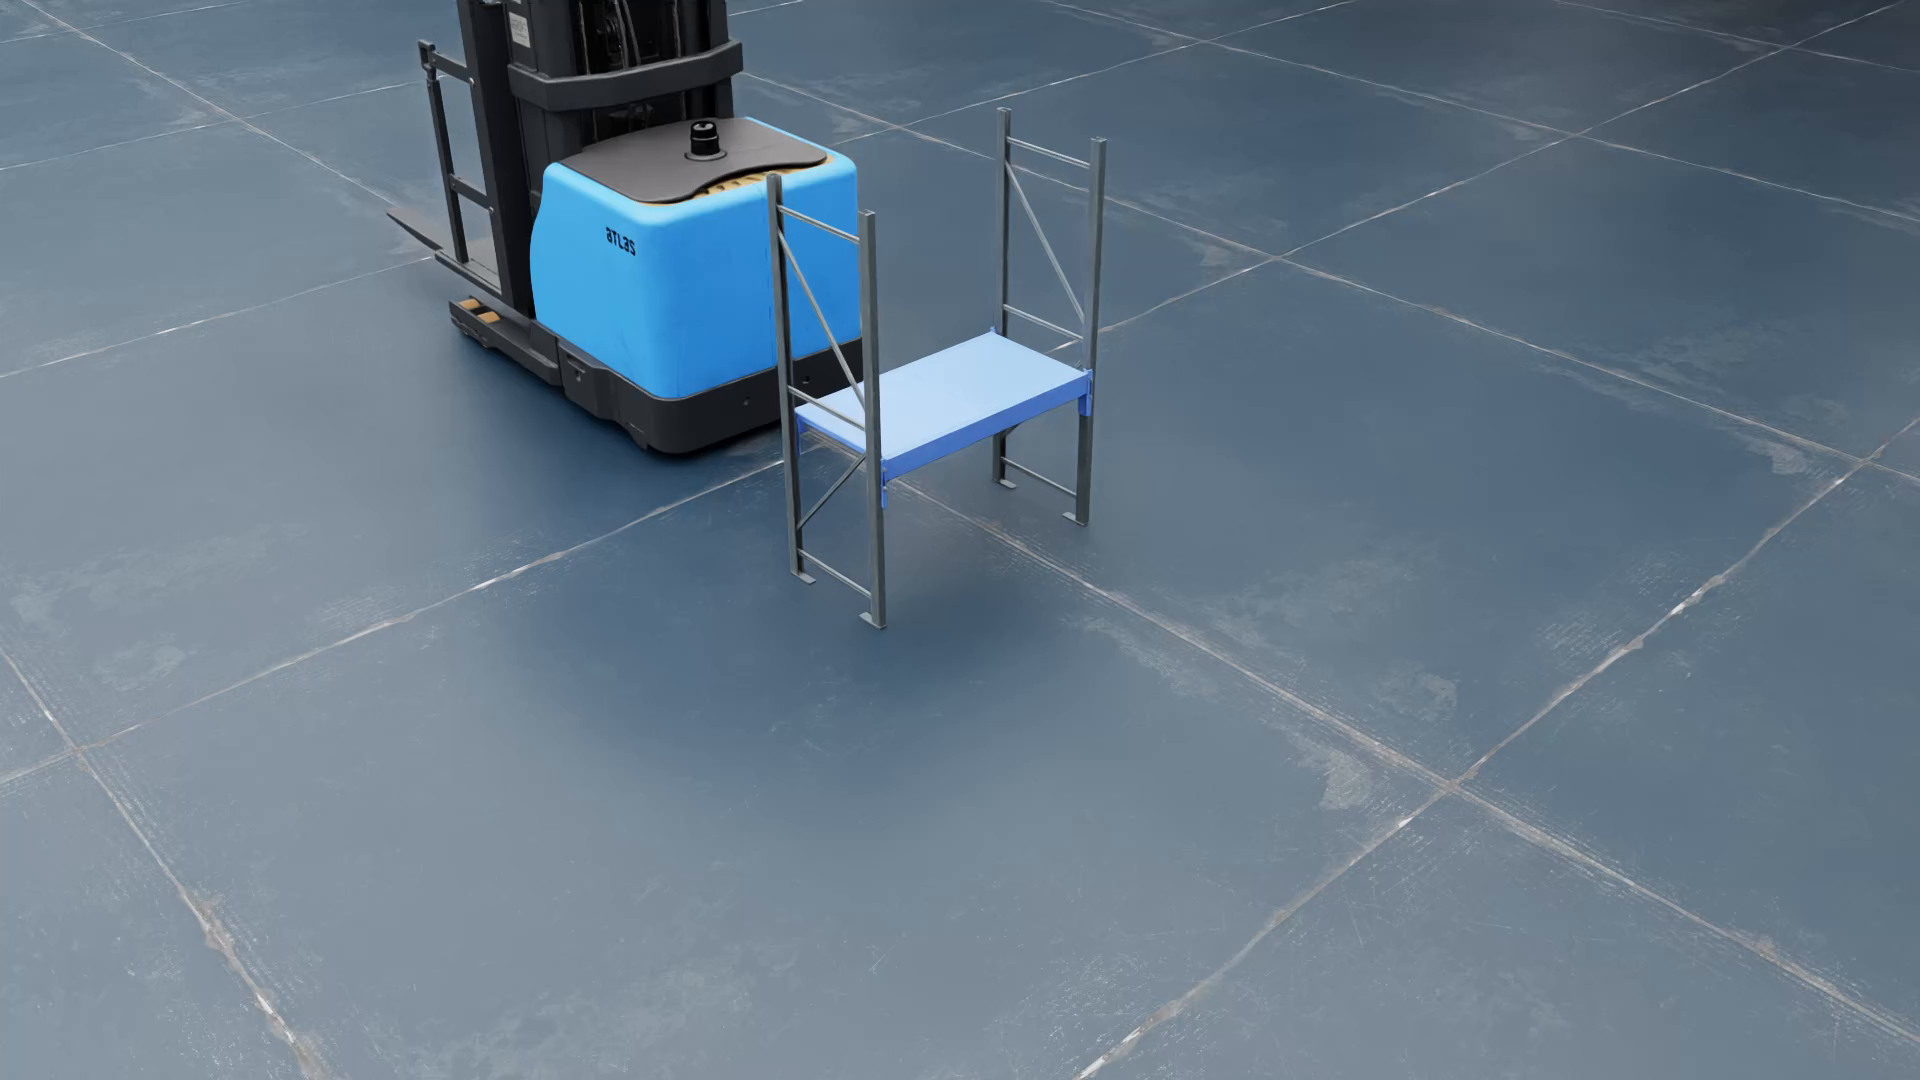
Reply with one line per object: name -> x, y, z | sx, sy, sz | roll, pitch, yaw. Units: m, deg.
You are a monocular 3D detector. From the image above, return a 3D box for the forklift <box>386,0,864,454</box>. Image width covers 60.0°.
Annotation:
forklift -> -1.743, -2.290, 7.185 | 1.130, 2.935, 3.031 | -24, 39, -34

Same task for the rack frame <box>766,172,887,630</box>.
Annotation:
rack frame -> -0.435, -0.429, 5.514 | 0.032, 1.500, 0.500 | -26, 40, -35

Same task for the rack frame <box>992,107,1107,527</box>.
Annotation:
rack frame -> 0.310, -0.790, 6.104 | 0.032, 1.500, 0.500 | -26, 40, -35

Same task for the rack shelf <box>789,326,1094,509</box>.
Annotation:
rack shelf -> -0.063, -0.456, 5.903 | 1.000, 0.185, 0.538 | -26, 40, -35

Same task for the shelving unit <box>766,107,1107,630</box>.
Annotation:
shelving unit -> -0.063, -0.610, 5.809 | 1.048, 1.500, 0.538 | -26, 40, -35
